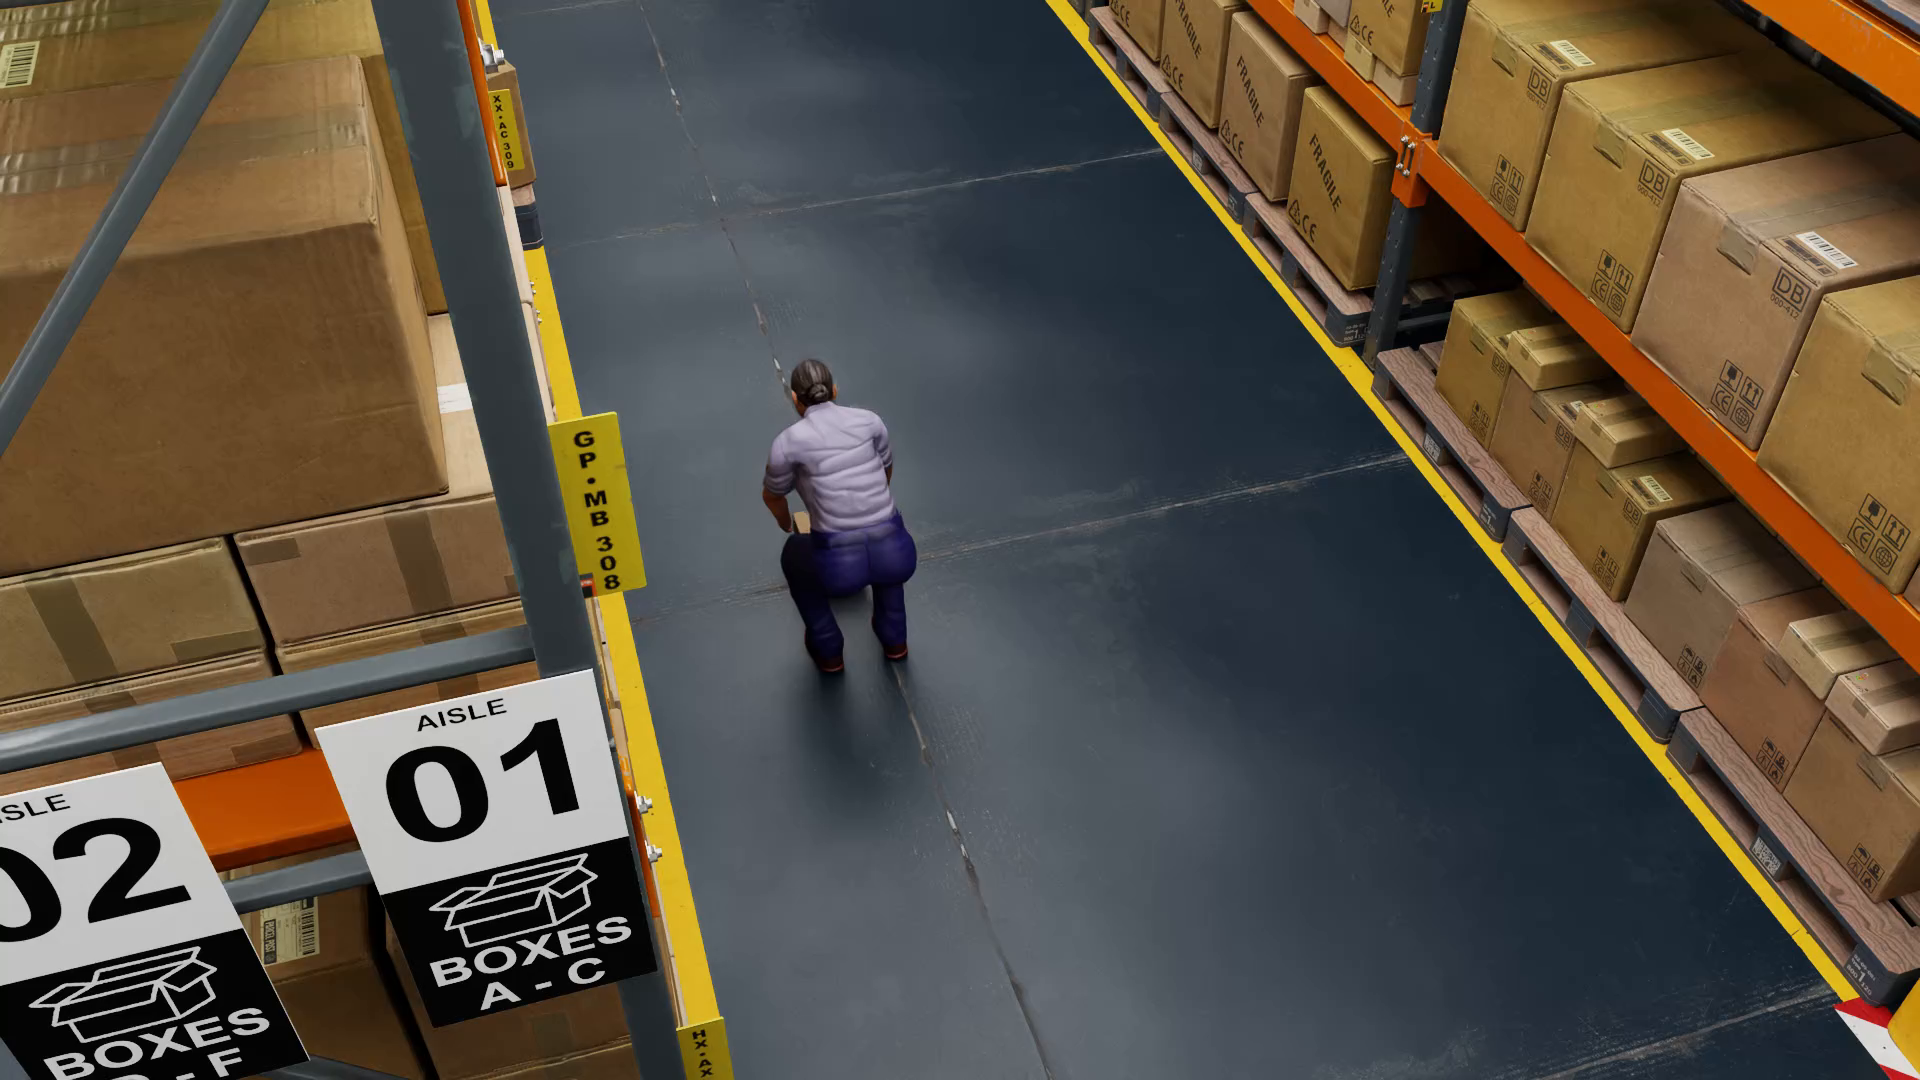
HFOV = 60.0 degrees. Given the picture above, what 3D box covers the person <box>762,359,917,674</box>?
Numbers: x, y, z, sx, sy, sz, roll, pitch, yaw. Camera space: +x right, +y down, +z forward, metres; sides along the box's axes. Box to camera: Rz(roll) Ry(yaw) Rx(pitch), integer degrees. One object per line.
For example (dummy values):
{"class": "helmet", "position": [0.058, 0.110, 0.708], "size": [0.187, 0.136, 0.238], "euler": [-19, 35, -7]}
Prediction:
{"class": "person", "position": [-0.474, -0.044, 6.537], "size": [0.537, 1.226, 0.731], "euler": [-12, 44, -13]}
